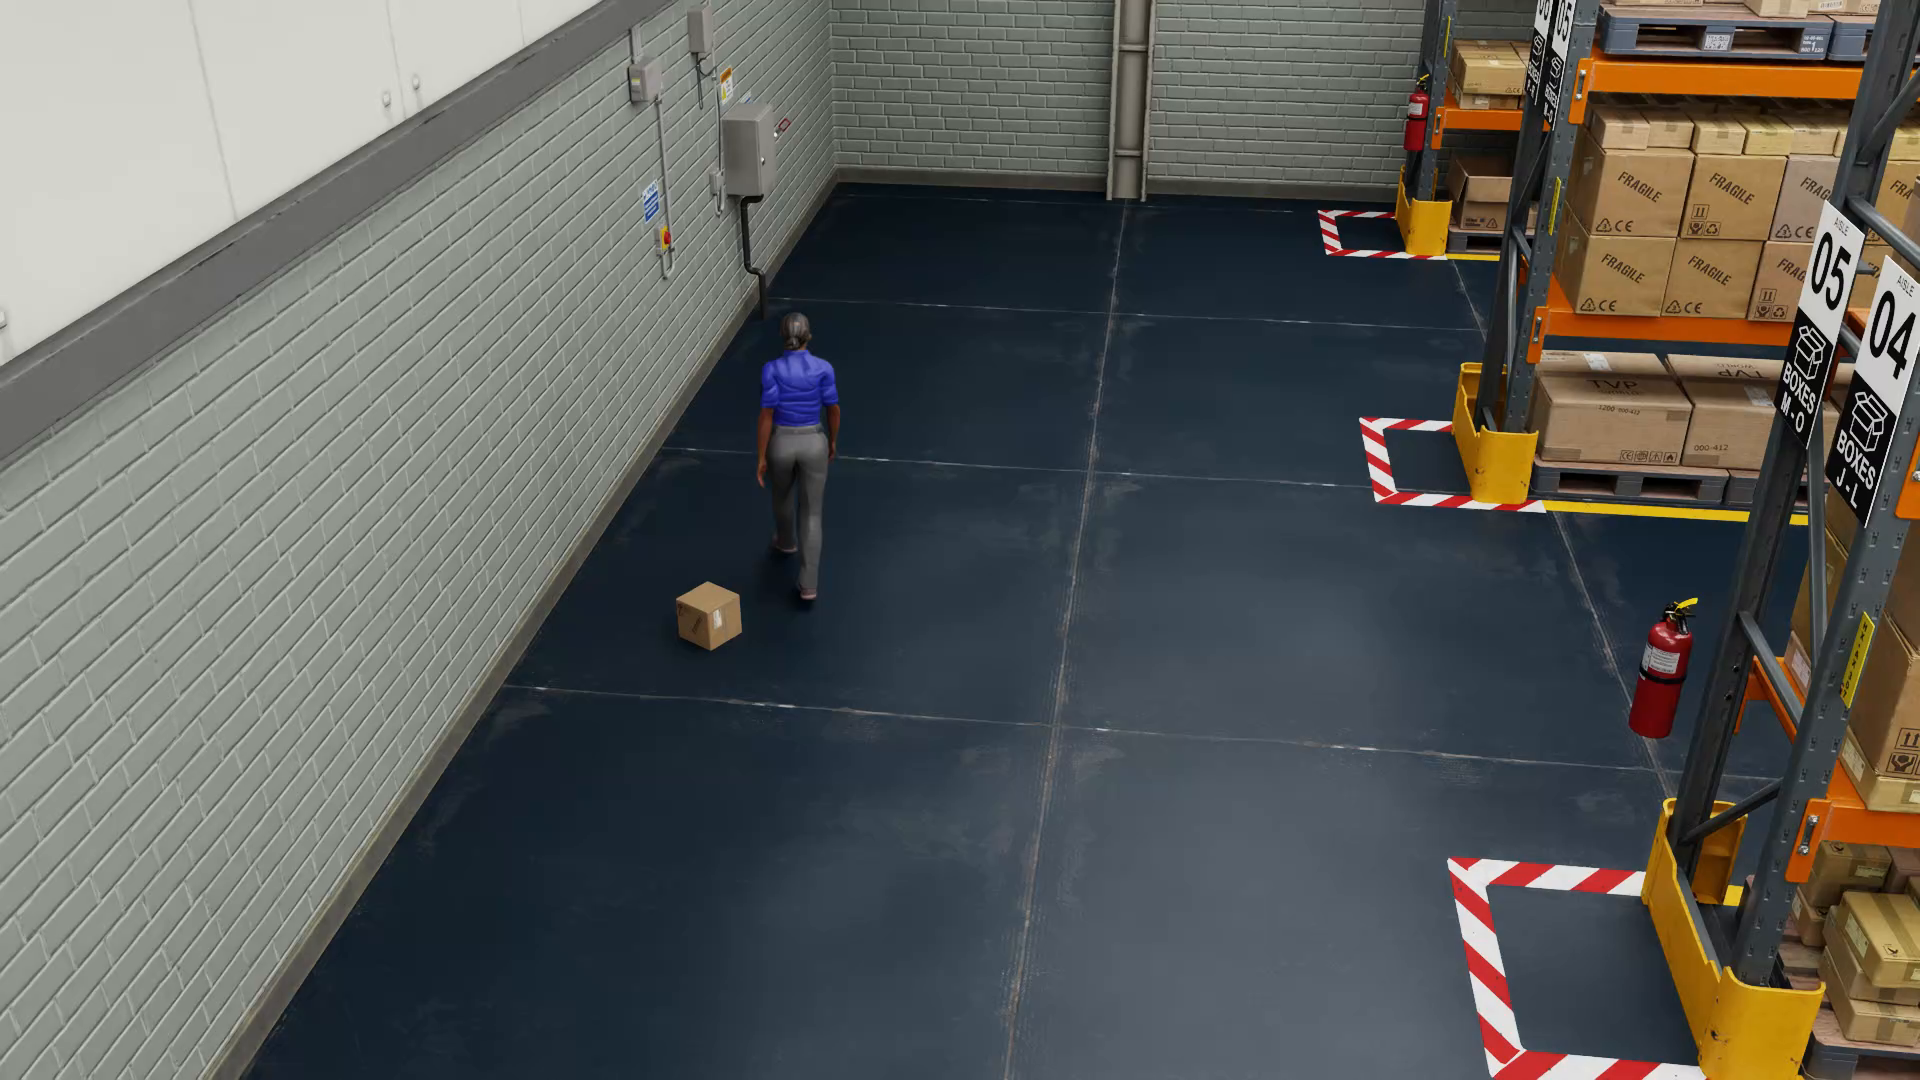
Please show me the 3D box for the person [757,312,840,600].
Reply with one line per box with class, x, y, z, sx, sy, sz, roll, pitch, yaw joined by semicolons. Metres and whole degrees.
person;-0.925;-0.529;9.590;0.479;1.623;0.860;-2;29;-3
